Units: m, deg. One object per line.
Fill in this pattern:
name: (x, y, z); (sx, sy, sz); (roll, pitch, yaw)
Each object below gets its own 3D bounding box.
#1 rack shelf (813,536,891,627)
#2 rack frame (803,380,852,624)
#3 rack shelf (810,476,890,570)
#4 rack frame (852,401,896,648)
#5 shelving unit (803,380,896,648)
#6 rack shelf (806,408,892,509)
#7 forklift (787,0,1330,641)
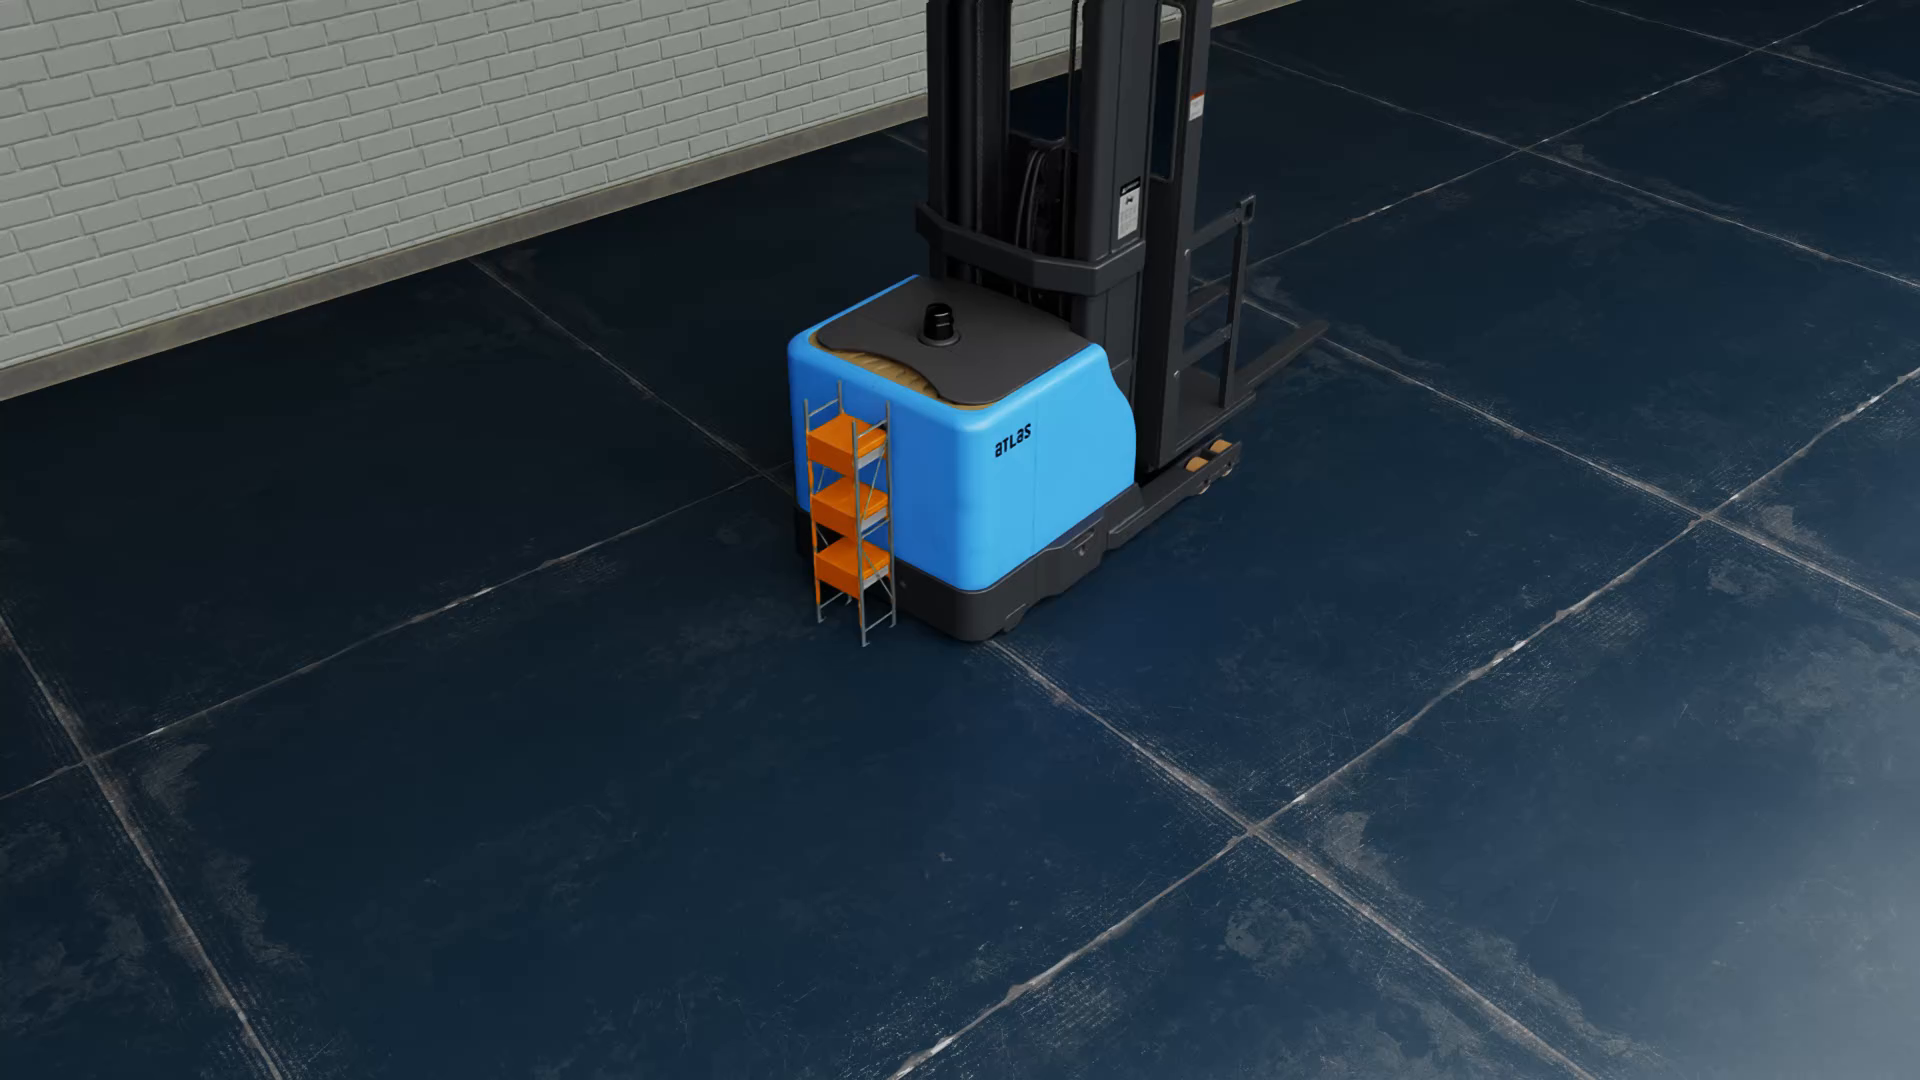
rack shelf: (-0.421, 0.148, 6.632); (0.240, 0.259, 0.215); (25, 43, 31)
rack frame: (-0.515, -0.132, 6.528); (0.008, 1.050, 0.200); (25, 43, 31)
rack shelf: (-0.421, -0.079, 6.471); (0.240, 0.259, 0.215); (25, 43, 31)
rack frame: (-0.326, -0.043, 6.402); (0.008, 1.050, 0.200); (25, 43, 31)
shelving unit: (-0.421, -0.087, 6.465); (0.252, 1.050, 0.215); (25, 43, 31)
rack shelf: (-0.421, -0.310, 6.307); (0.240, 0.259, 0.215); (25, 43, 31)
forklift: (0.641, -1.574, 6.937); (1.130, 2.935, 3.031); (26, 43, 32)
